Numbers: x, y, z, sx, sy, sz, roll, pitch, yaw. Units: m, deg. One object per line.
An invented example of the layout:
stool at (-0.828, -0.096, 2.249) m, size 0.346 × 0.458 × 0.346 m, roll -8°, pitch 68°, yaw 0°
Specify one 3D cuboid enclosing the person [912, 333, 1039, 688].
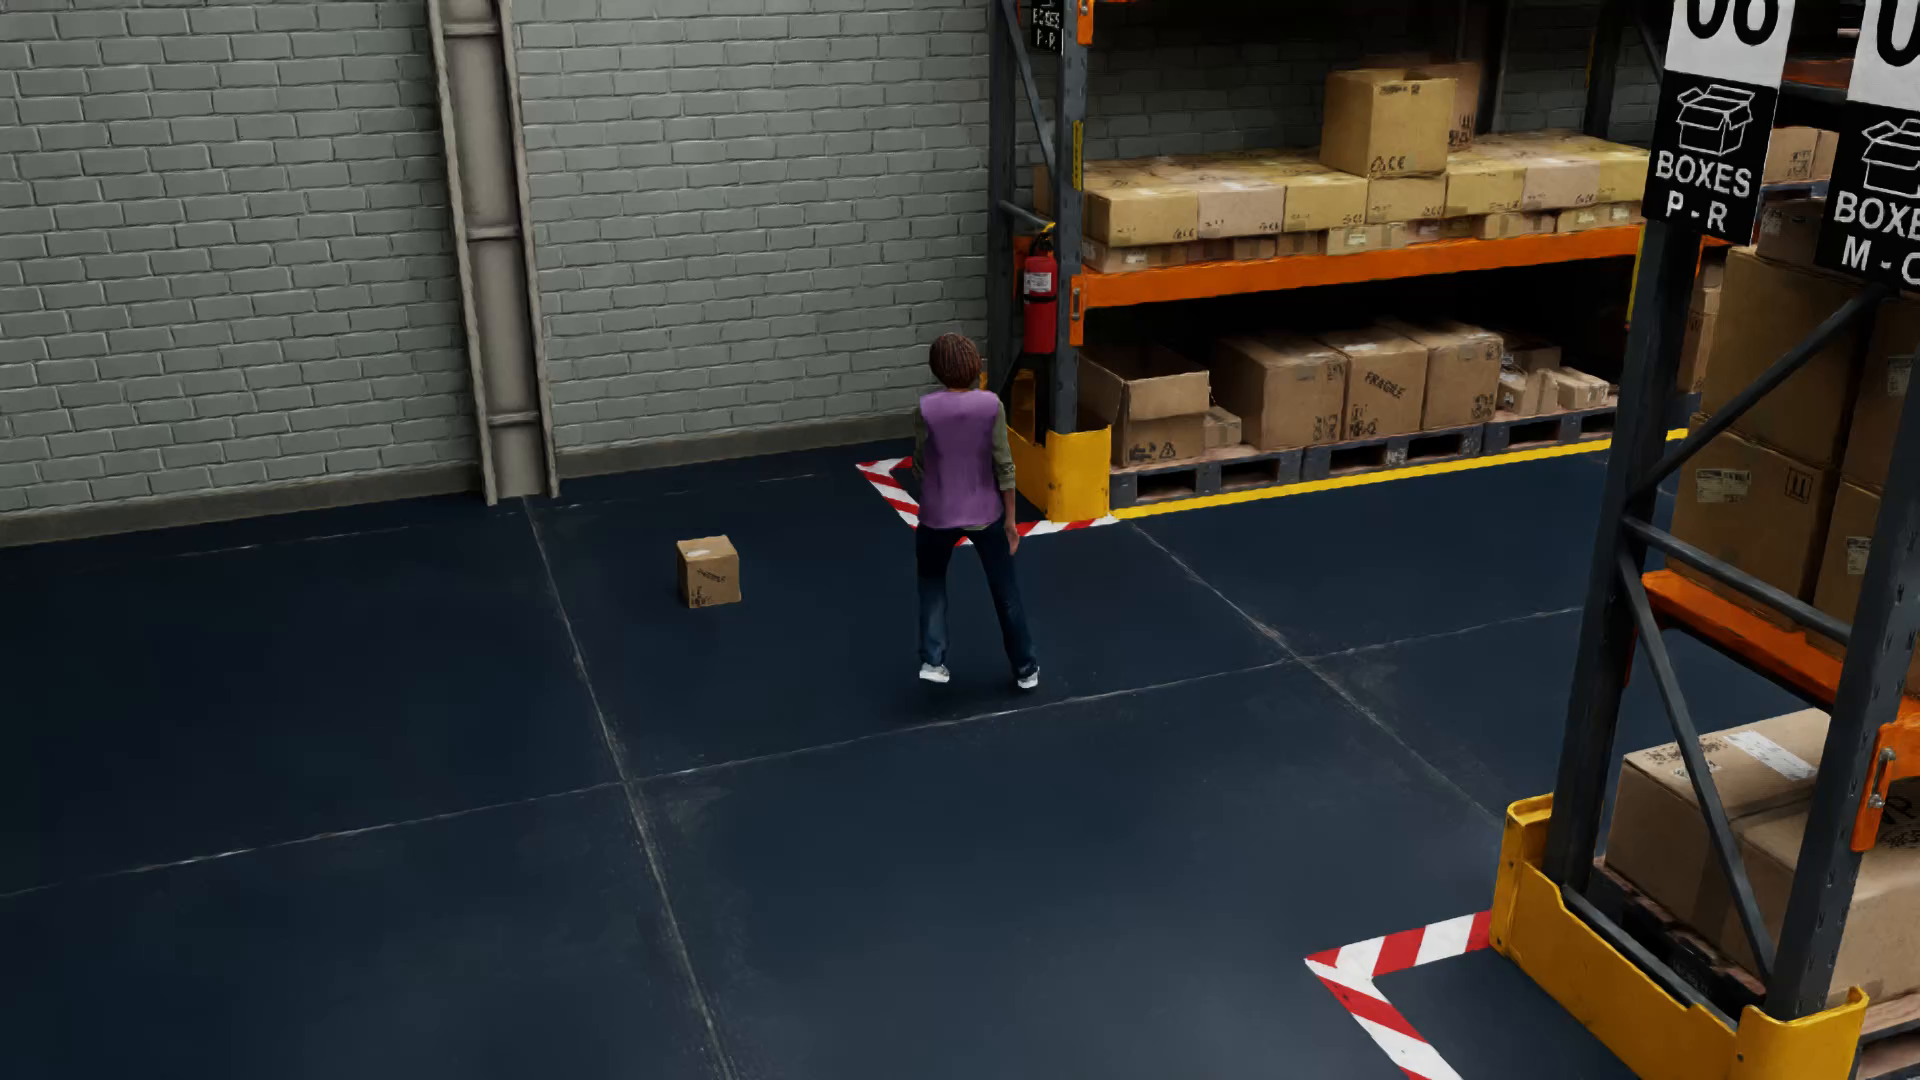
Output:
person at (0.079, -0.088, 6.843) m, size 0.566 × 1.567 × 0.500 m, roll -4°, pitch 23°, yaw -9°
